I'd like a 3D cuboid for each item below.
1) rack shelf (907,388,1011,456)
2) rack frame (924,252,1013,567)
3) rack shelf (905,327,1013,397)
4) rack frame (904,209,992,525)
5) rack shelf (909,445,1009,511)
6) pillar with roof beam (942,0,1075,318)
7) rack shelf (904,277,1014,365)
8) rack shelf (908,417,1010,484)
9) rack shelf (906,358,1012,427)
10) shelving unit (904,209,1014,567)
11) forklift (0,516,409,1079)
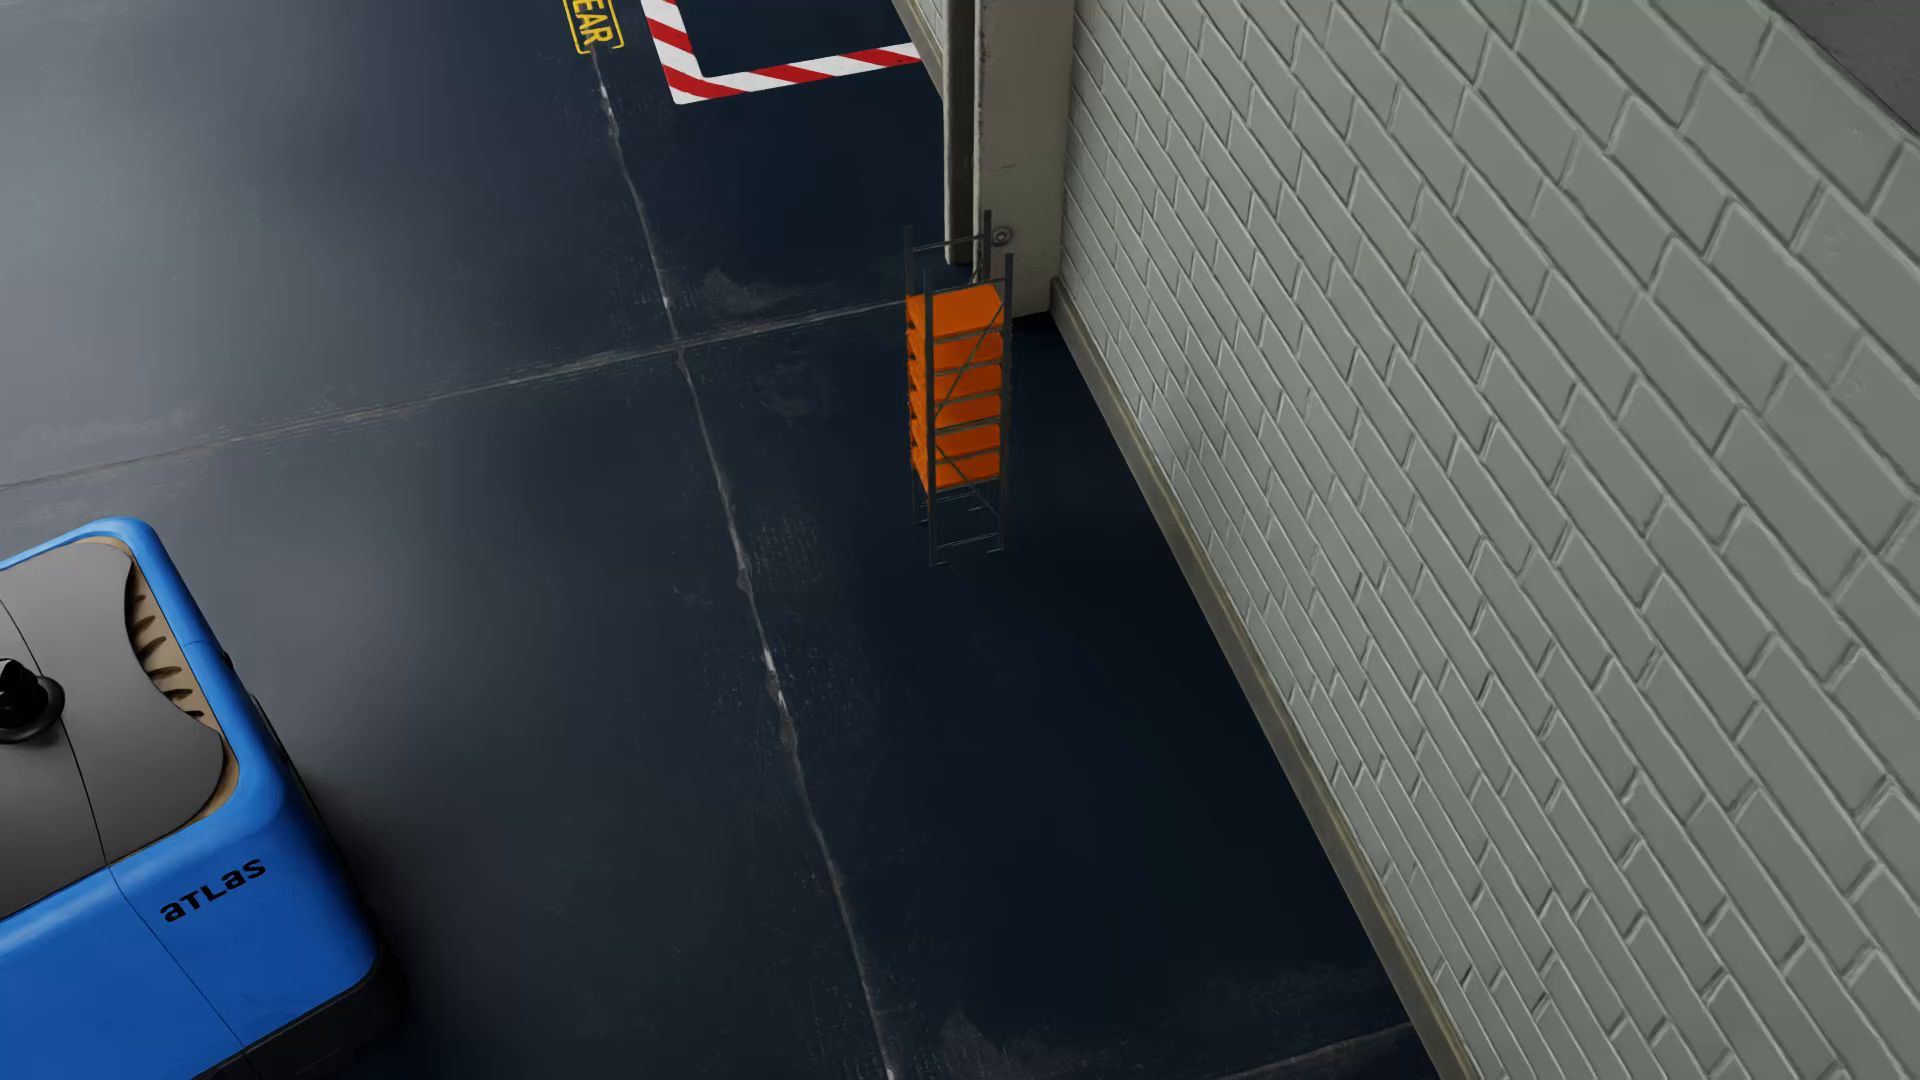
[{"bbox_3d":[-0.004,-0.369,4.834,0.258,0.103,0.180,-13,51,-11],"label":"rack shelf"},{"bbox_3d":[0.023,-0.330,4.744,0.240,1.200,0.006,-13,51,-11],"label":"rack frame"},{"bbox_3d":[-0.004,-0.523,4.651,0.258,0.103,0.180,-13,51,-11],"label":"rack shelf"},{"bbox_3d":[-0.031,-0.464,4.857,0.240,1.200,0.006,-13,51,-11],"label":"rack frame"},{"bbox_3d":[-0.004,-0.214,5.018,0.258,0.103,0.180,-13,51,-11],"label":"rack shelf"},{"bbox_3d":[-3.964,-2.867,1.781,9.100,9.000,0.400,-13,51,-11],"label":"pillar with roof beam"},{"bbox_3d":[-0.004,-0.601,4.559,0.258,0.103,0.180,-13,51,-11],"label":"rack shelf"},{"bbox_3d":[-0.004,-0.291,4.926,0.258,0.103,0.180,-13,51,-11],"label":"rack shelf"},{"bbox_3d":[-0.004,-0.446,4.742,0.258,0.103,0.180,-13,51,-11],"label":"rack shelf"},{"bbox_3d":[-0.004,-0.397,4.800,0.258,1.200,0.189,-13,51,-11],"label":"shelving unit"},{"bbox_3d":[-2.885,0.620,2.811,3.031,2.935,1.130,-28,55,-22],"label":"forklift"}]
